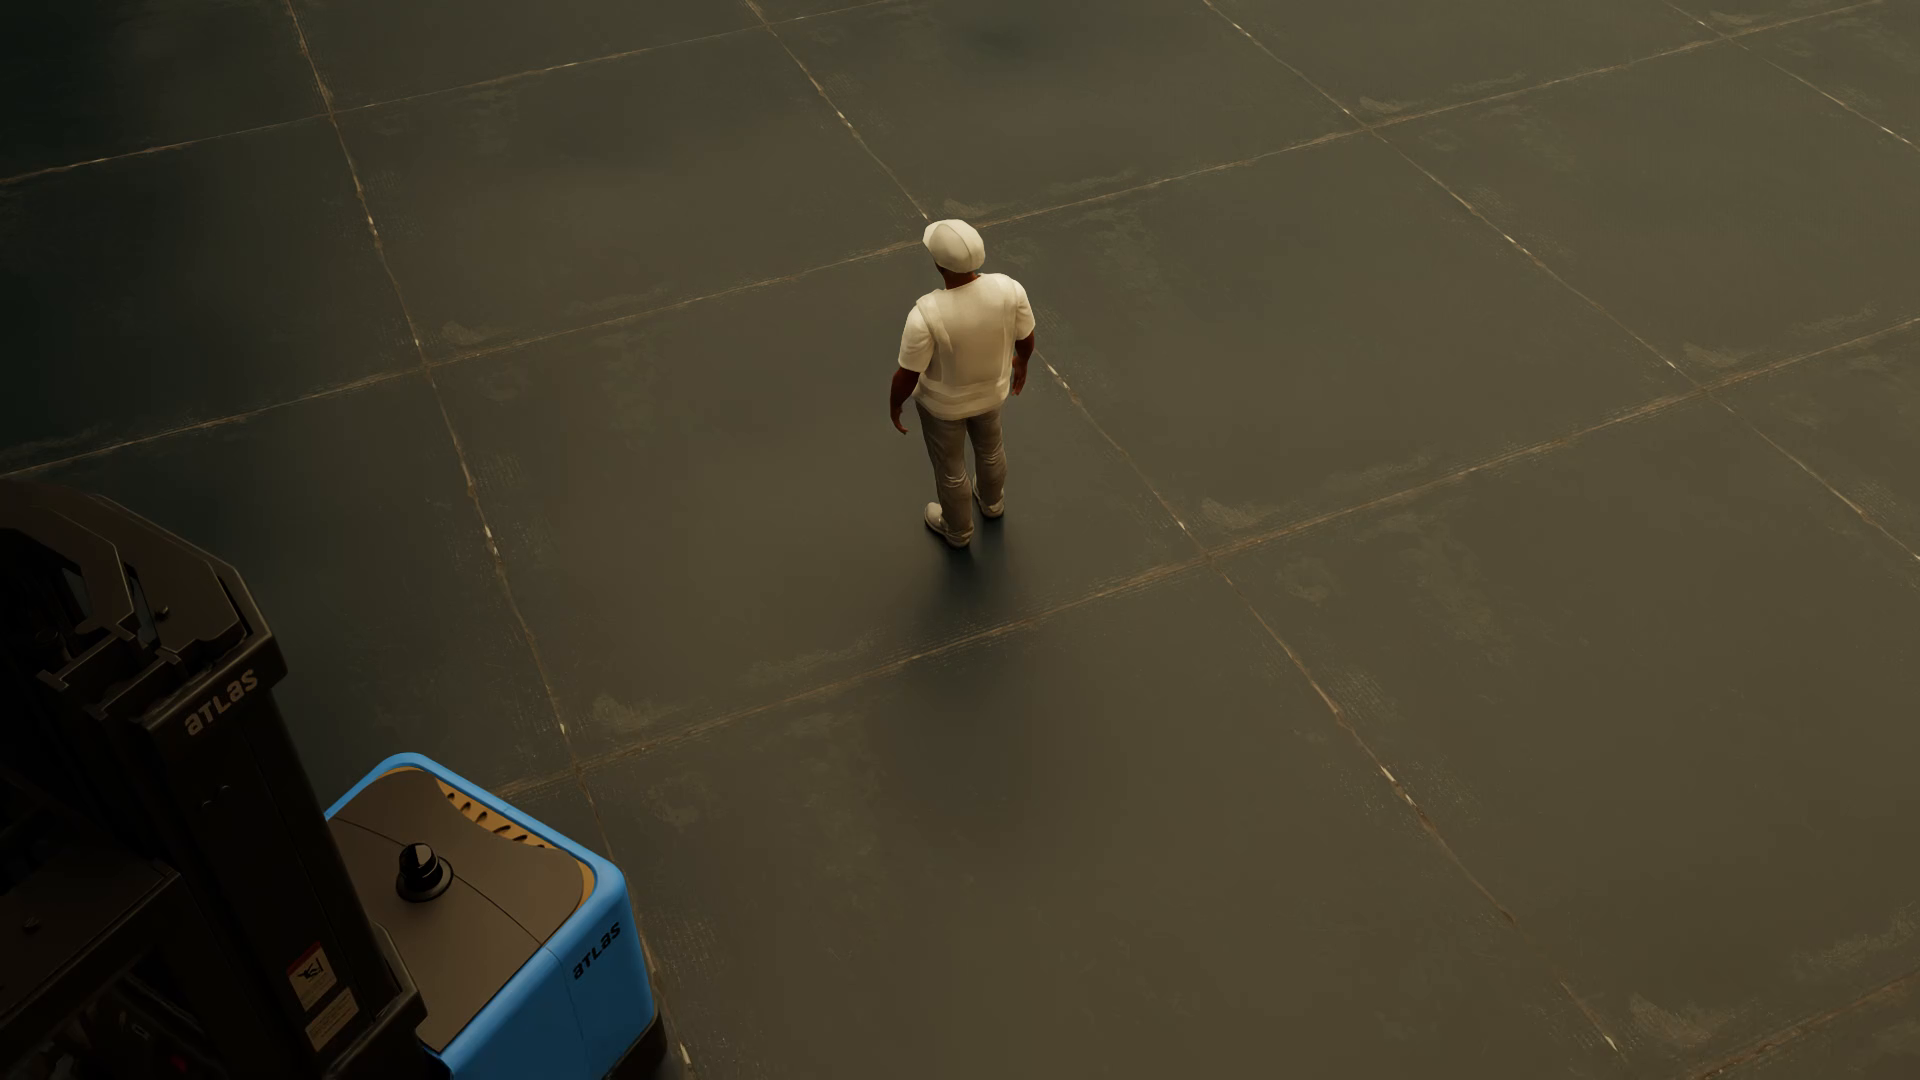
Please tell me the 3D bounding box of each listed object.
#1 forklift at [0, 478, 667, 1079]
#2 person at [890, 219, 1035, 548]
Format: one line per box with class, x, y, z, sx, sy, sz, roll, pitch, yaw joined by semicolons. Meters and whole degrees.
forklift;-2.235;1.421;4.157;1.130;2.935;3.031;23;48;23
person;-0.024;-0.696;7.269;0.665;1.768;0.575;-18;46;-18
